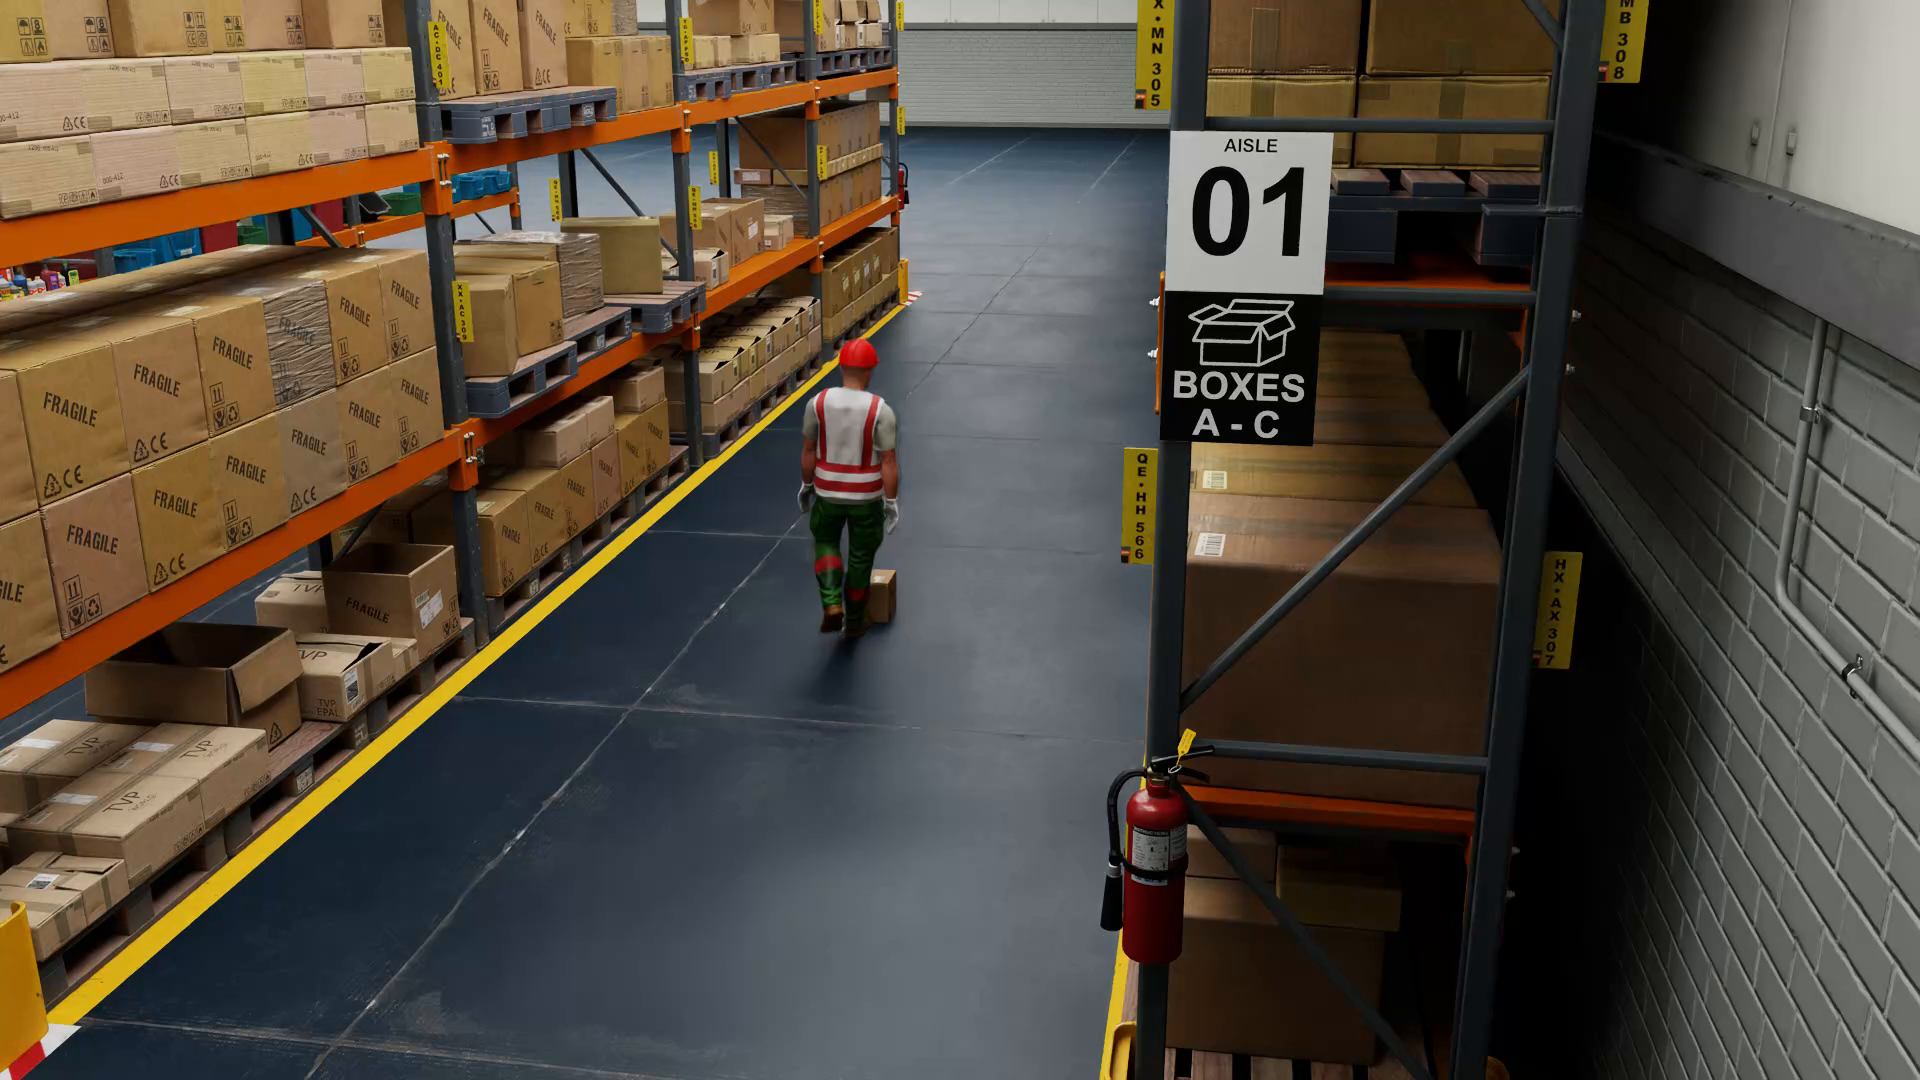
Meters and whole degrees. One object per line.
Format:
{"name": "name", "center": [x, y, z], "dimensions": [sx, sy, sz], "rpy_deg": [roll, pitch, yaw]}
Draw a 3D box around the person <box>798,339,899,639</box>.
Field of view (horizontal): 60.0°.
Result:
{"name": "person", "center": [-0.607, -0.270, 9.370], "dimensions": [0.607, 1.777, 0.601], "rpy_deg": [3, 18, 10]}
